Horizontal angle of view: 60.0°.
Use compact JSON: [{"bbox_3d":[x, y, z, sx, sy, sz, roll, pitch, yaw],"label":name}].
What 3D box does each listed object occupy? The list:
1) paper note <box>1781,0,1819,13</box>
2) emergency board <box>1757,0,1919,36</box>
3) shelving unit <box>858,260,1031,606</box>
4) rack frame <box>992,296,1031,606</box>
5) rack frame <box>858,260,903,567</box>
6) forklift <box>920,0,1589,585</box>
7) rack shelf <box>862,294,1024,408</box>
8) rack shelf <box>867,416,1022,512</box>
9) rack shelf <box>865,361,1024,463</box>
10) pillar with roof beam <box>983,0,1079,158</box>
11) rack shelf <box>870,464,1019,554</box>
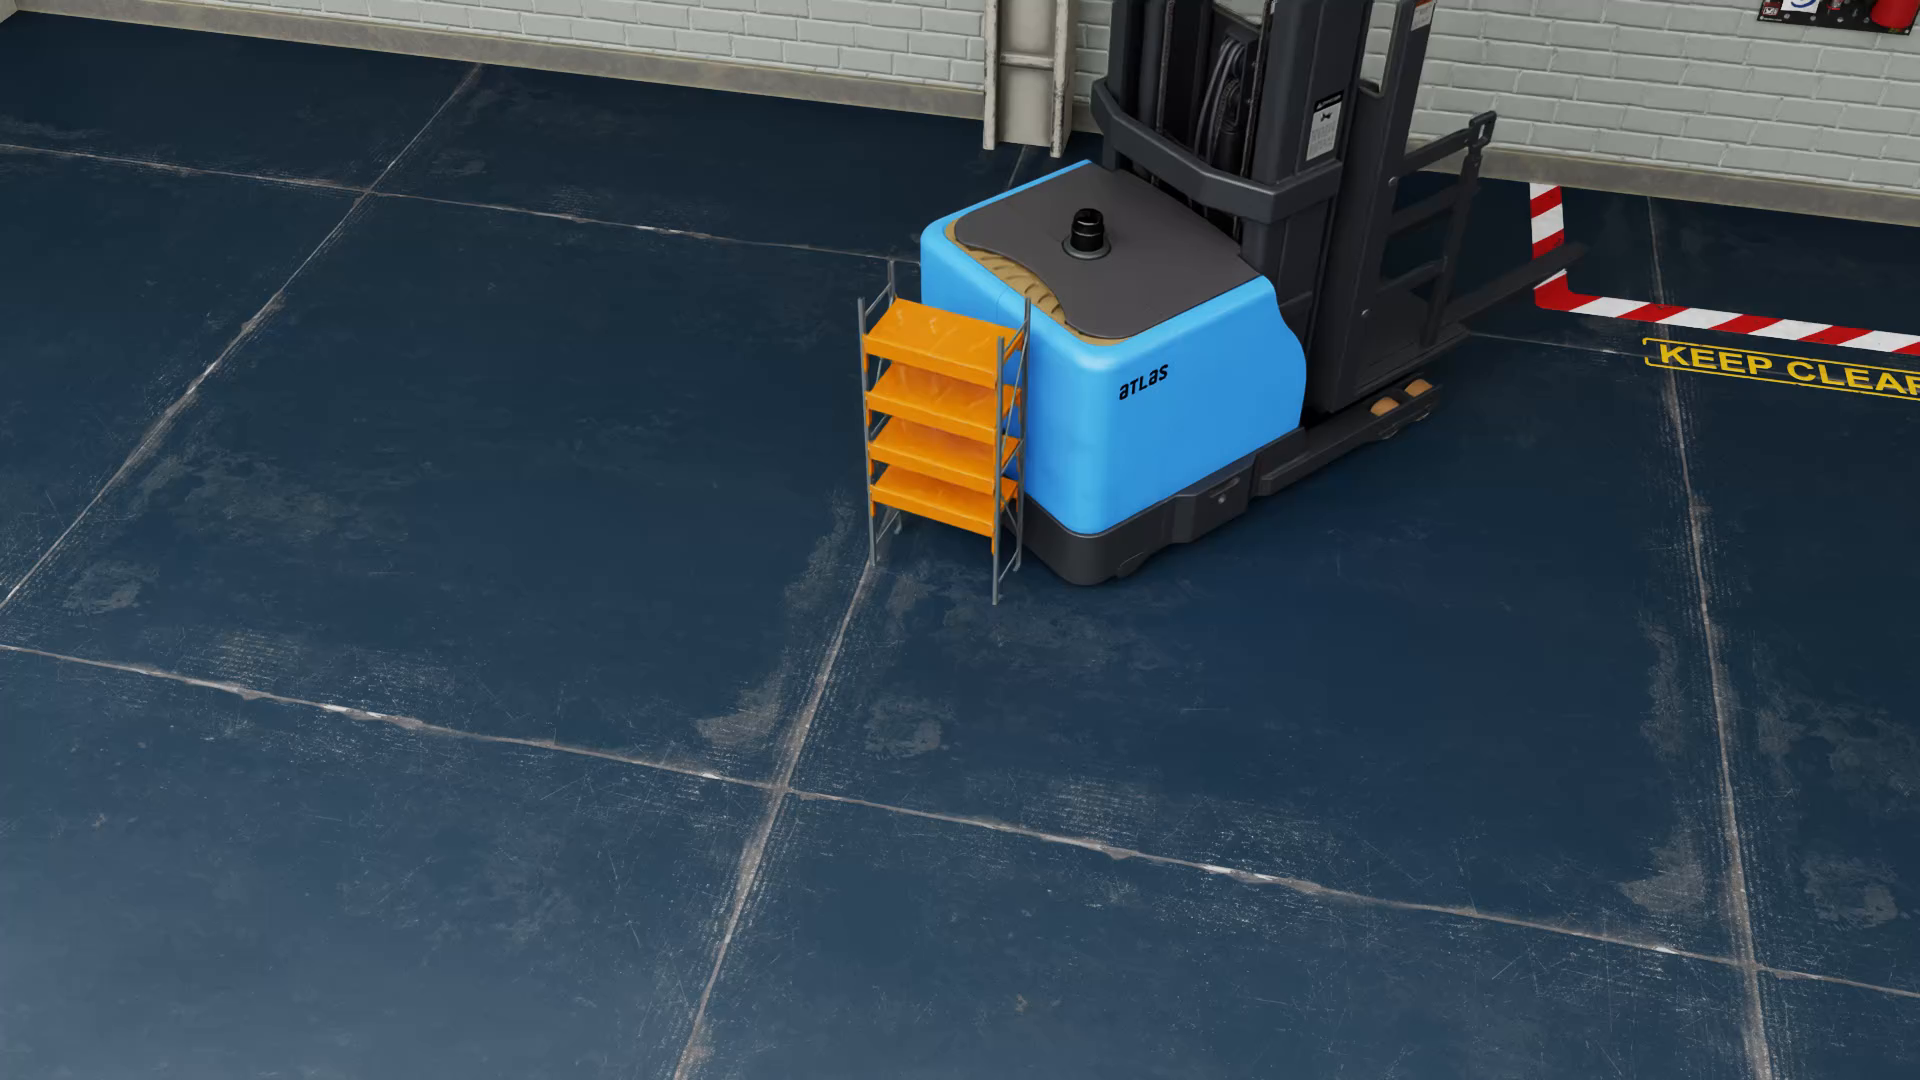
[{"bbox_3d":[3.635,-2.349,7.163,0.142,0.148,0.016,9,45,9],"label":"paper note"},{"bbox_3d":[3.793,-2.593,6.781,0.643,1.169,0.194,9,45,9],"label":"emergency board"},{"bbox_3d":[-0.049,-0.341,5.739,0.503,1.200,0.258,17,47,17],"label":"shelving unit"},{"bbox_3d":[0.173,-0.272,5.667,0.015,1.200,0.240,17,47,17],"label":"rack frame"},{"bbox_3d":[-0.272,-0.411,5.812,0.015,1.200,0.240,17,47,17],"label":"rack frame"},{"bbox_3d":[1.331,-1.729,5.933,3.031,2.935,1.130,-27,50,-25],"label":"forklift"},{"bbox_3d":[-0.049,-0.624,5.467,0.480,0.148,0.258,17,47,17],"label":"rack shelf"},{"bbox_3d":[-0.049,-0.293,5.786,0.480,0.148,0.258,17,47,17],"label":"rack shelf"},{"bbox_3d":[-0.049,-0.454,5.631,0.480,0.148,0.258,17,47,17],"label":"rack shelf"},{"bbox_3d":[-0.599,-2.350,2.202,0.400,9.000,9.100,9,45,9],"label":"pillar with roof beam"},{"bbox_3d":[-0.049,-0.150,5.924,0.480,0.148,0.258,17,47,17],"label":"rack shelf"}]
